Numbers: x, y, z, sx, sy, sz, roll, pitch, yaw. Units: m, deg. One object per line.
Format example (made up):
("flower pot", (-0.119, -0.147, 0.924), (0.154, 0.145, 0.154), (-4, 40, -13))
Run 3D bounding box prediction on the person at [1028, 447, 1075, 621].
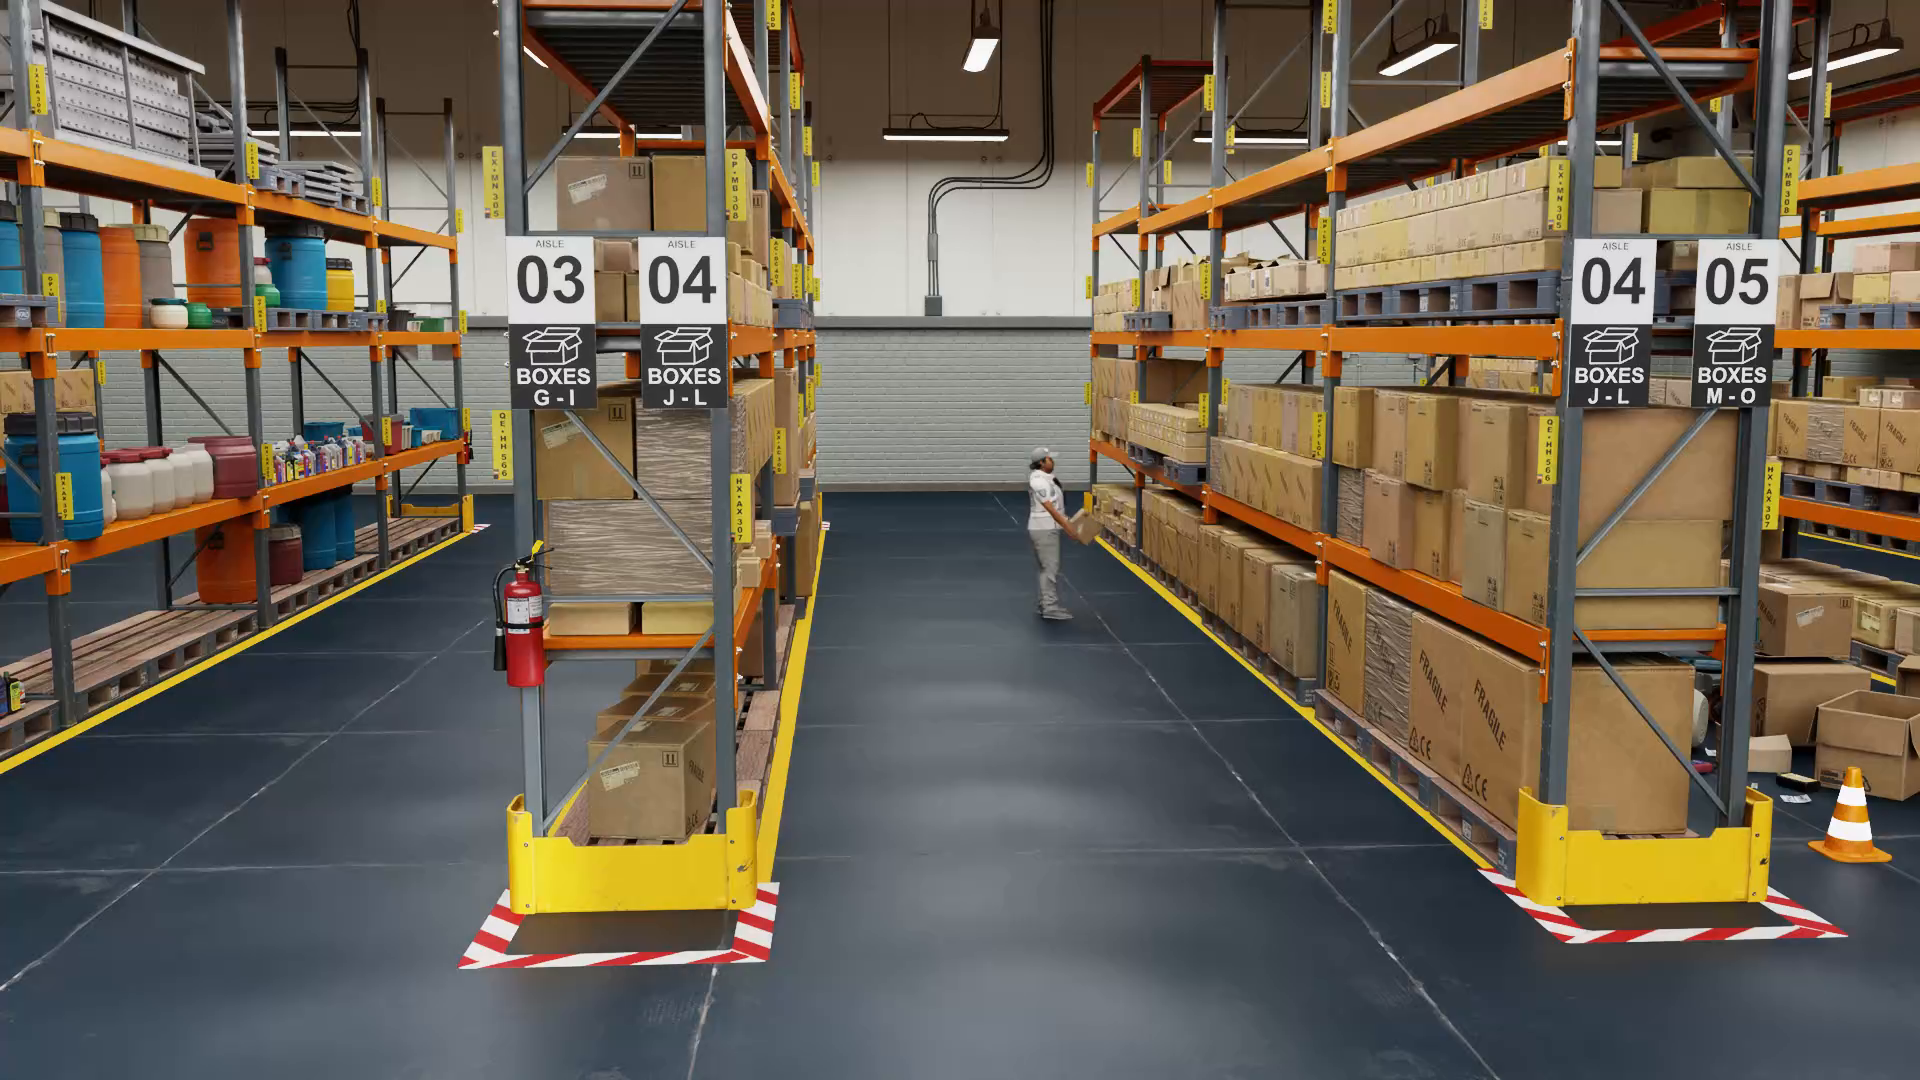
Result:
("person", (0.908, -0.074, 16.316), (0.483, 1.671, 0.501), (1, 7, 10))
